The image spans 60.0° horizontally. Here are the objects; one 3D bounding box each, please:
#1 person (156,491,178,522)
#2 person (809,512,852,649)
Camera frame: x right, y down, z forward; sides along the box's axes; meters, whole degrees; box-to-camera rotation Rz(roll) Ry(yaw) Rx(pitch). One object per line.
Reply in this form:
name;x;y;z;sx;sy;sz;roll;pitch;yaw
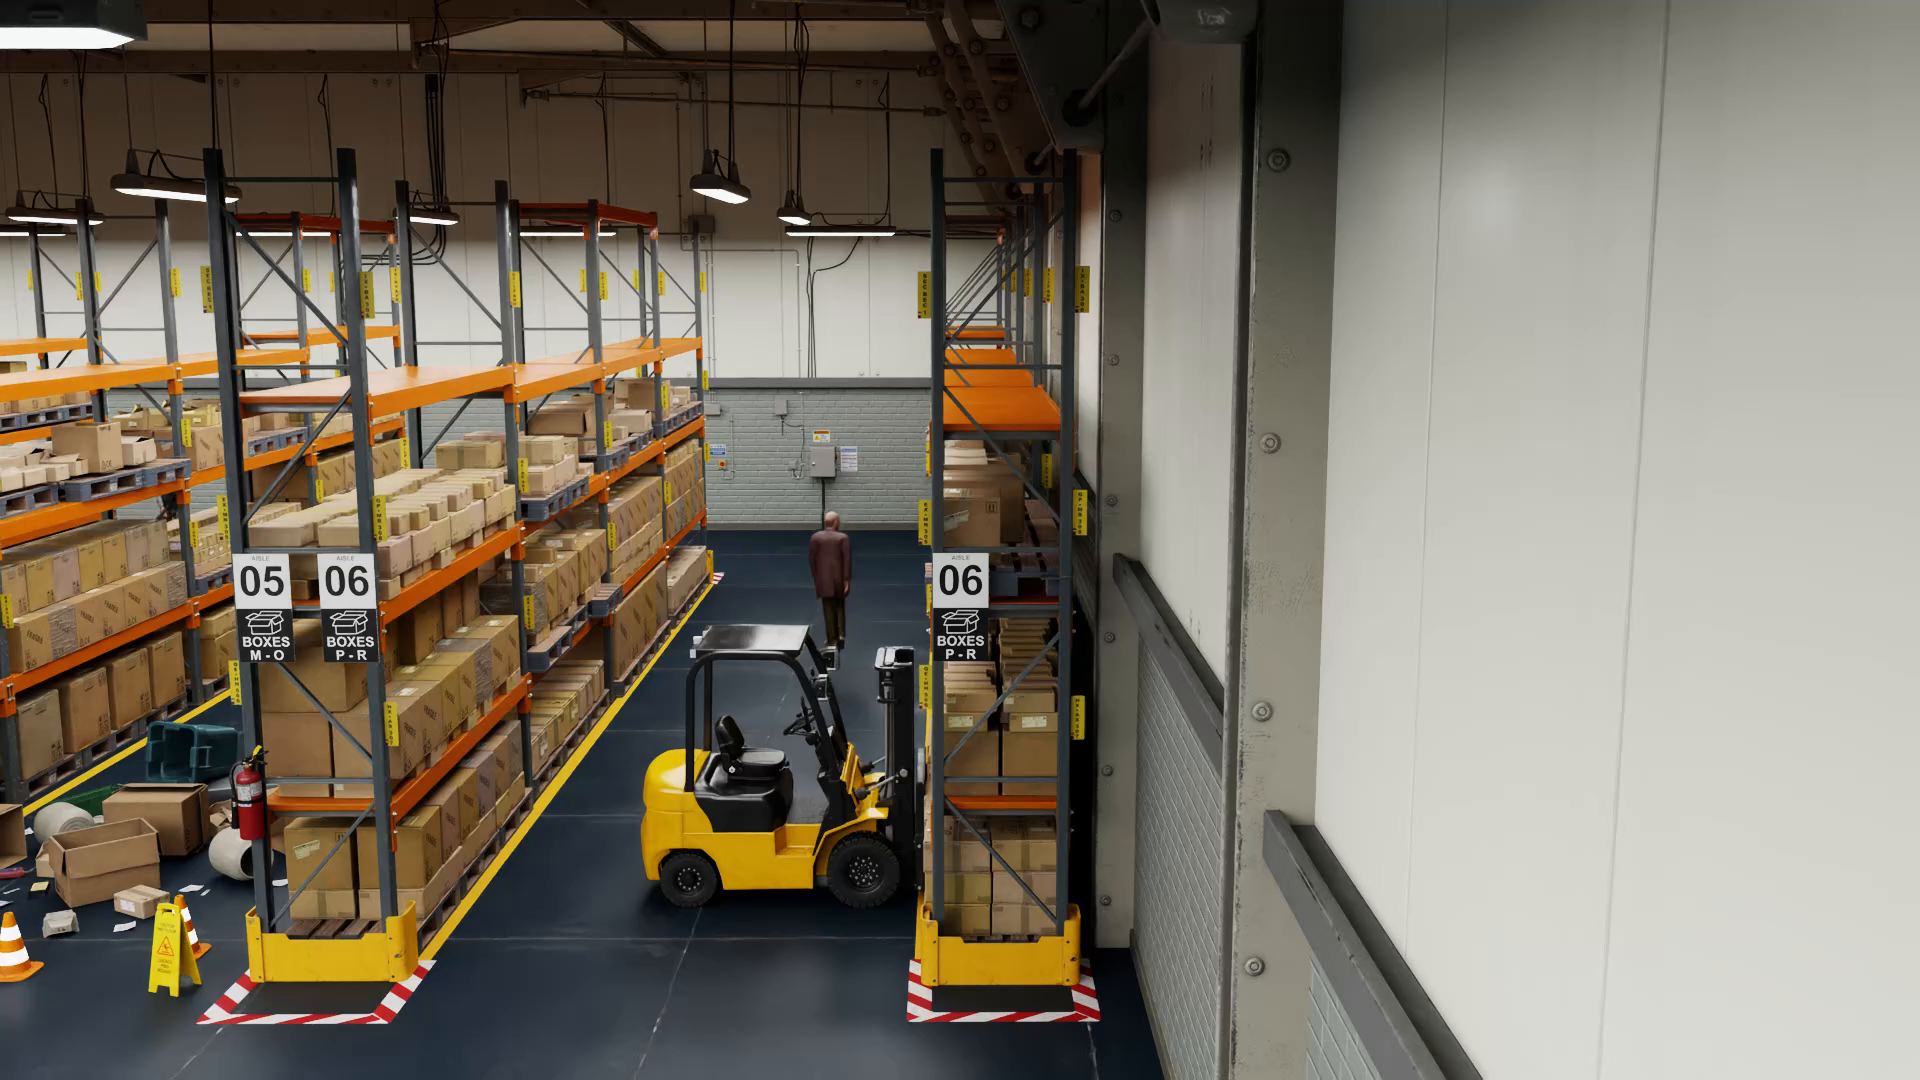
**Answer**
person;-14.432;-0.533;30.482;0.535;1.678;1.027;-6;11;-31
person;-1.678;0.566;21.643;0.533;1.876;0.611;-3;10;-17
